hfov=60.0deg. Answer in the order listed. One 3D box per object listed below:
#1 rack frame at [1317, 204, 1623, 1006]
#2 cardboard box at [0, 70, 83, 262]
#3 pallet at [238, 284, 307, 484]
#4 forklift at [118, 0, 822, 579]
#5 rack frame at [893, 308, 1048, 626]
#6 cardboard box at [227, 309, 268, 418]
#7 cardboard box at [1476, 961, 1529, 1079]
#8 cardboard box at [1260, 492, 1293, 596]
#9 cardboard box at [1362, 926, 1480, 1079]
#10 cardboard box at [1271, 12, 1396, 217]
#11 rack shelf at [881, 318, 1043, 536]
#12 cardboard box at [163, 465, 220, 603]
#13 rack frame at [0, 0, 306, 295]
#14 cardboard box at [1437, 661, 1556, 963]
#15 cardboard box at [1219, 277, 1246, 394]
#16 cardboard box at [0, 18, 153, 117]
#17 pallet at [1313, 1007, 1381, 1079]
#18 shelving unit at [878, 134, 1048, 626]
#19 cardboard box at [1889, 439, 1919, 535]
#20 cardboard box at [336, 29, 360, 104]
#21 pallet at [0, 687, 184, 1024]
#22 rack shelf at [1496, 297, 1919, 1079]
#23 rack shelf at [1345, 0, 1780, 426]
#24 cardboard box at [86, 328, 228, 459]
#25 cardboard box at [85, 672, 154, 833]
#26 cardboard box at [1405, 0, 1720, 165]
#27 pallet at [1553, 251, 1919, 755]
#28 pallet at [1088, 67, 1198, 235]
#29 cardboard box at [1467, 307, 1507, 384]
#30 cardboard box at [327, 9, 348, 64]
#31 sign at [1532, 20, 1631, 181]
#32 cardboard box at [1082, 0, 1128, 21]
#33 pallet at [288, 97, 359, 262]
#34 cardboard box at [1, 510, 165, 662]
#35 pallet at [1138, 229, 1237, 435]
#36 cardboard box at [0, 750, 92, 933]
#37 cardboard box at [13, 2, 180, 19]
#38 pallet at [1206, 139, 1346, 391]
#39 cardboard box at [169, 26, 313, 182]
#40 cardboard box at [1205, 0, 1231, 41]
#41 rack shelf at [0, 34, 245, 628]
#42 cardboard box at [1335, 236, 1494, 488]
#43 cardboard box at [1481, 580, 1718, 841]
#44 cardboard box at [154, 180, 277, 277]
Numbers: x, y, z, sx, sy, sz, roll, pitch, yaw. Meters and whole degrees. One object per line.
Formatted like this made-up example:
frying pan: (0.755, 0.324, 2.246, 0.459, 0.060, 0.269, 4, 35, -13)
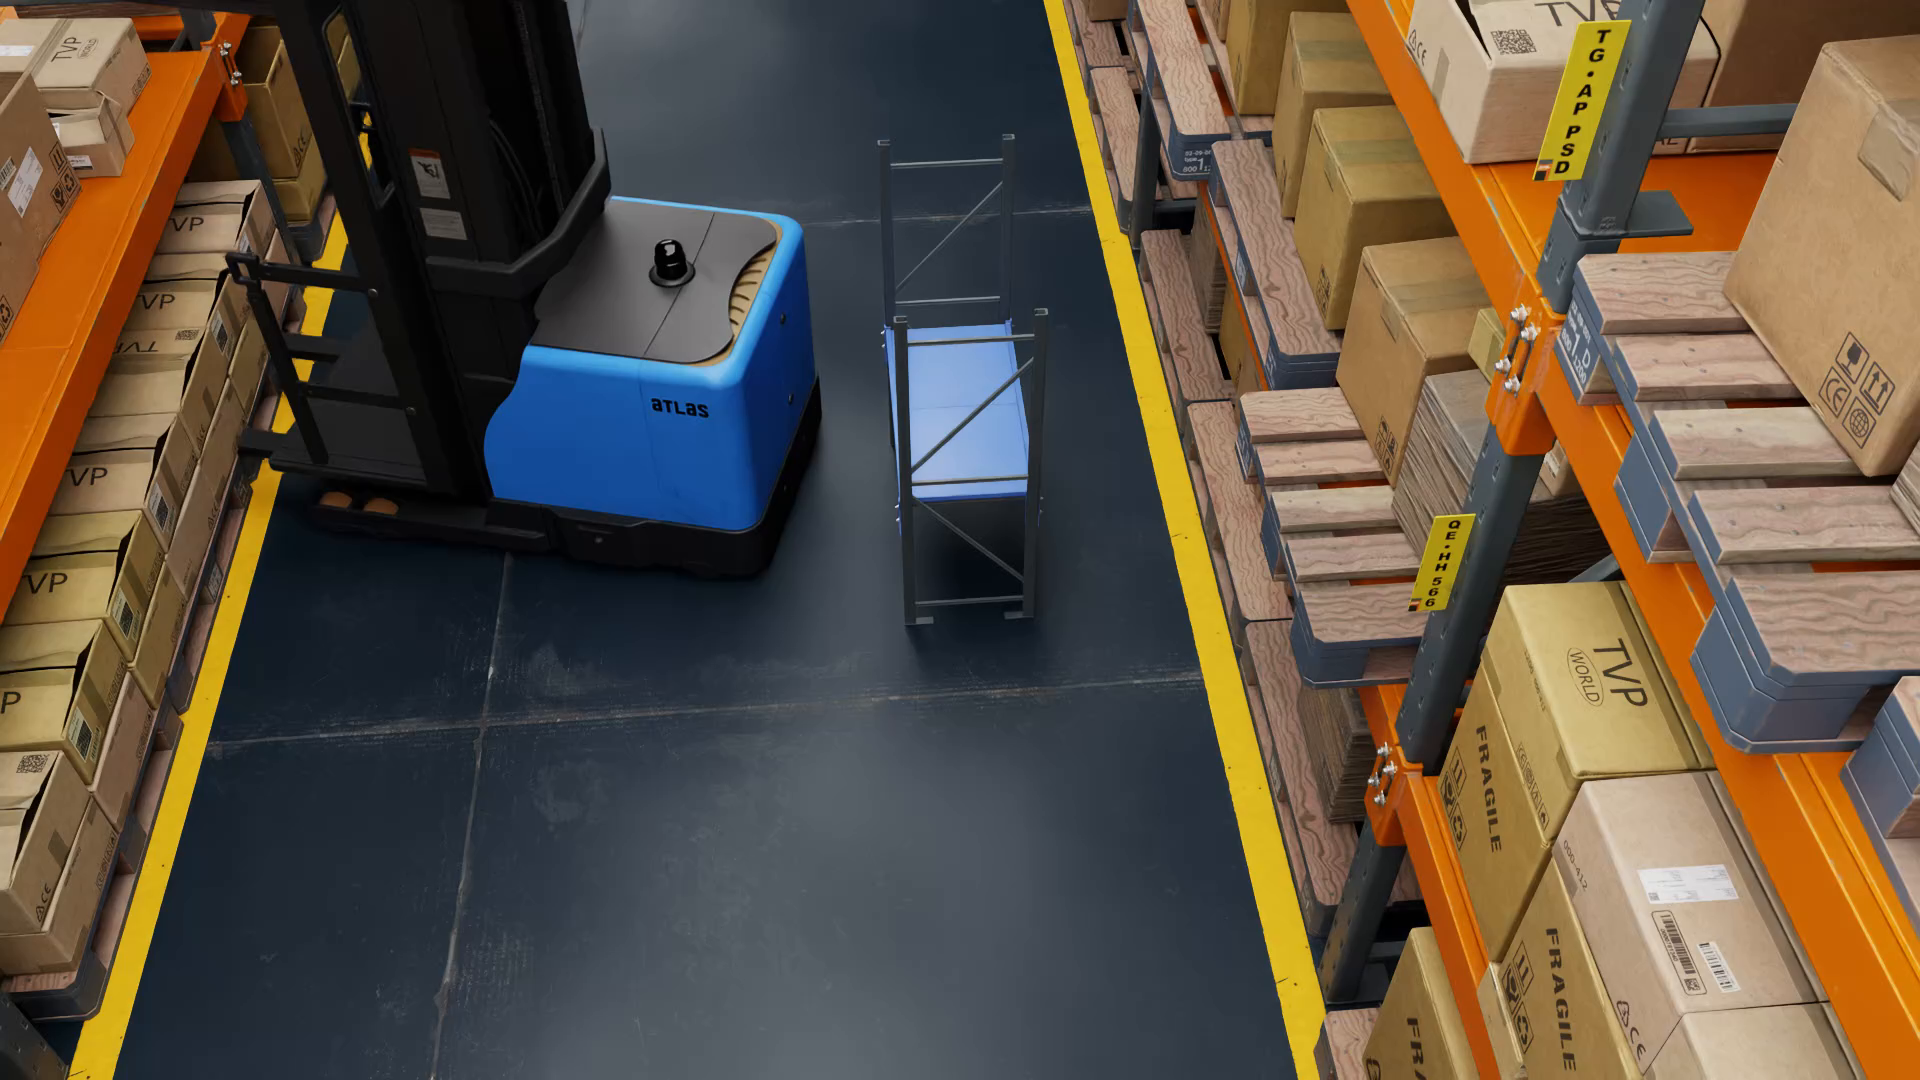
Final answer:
rack frame: (1.667, 0.388, 4.317, 1.000, 3.000, 0.127, -3, 47, -3)
cardboard box: (-3.512, -1.299, 5.845, 0.500, 0.500, 0.500, 0, 47, 0)
pallet: (-3.504, -0.713, 7.280, 1.003, 0.211, 1.213, -3, 47, -3)
forklift: (-2.162, -1.386, 6.044, 3.031, 2.935, 1.130, 8, 47, 7)
rack frame: (0.035, -0.210, 5.916, 0.500, 1.500, 0.032, -3, 47, -3)
cardboard box: (-3.240, -0.753, 7.002, 0.500, 0.250, 0.500, -4, 47, -4)
cardboard box: (1.414, 1.100, 3.802, 0.380, 0.149, 0.250, -2, 47, -2)
cardboard box: (1.557, -0.159, 6.253, 0.700, 0.500, 0.500, -4, 47, -4)
cardboard box: (1.597, 1.523, 4.433, 0.750, 0.750, 0.750, -4, 47, -4)
cardboard box: (1.466, -1.442, 5.678, 0.700, 0.500, 0.500, 2, 47, 2)
rack shelf: (-0.007, -0.454, 6.395, 0.538, 0.185, 1.000, -3, 47, -3)
cardboard box: (-3.156, -0.015, 6.302, 0.500, 0.250, 0.500, -3, 47, -2)
rack frame: (-3.604, -2.202, 6.770, 1.000, 3.000, 0.127, -3, 47, -3)
cardboard box: (1.452, 0.611, 3.818, 0.500, 0.500, 0.500, -2, 47, -2)
cardboard box: (1.503, -0.896, 6.951, 0.700, 0.500, 0.500, -4, 47, -4)
cardboard box: (-3.520, -1.797, 6.490, 0.500, 0.250, 0.500, -1, 47, -1)
pallet: (1.657, 1.922, 4.785, 1.003, 0.211, 1.213, -3, 47, -3)
shelving unit: (-0.007, -0.577, 6.264, 0.538, 1.500, 1.048, -3, 47, -3)
cardboard box: (1.861, -0.102, 2.343, 0.700, 0.500, 0.500, -6, 47, -5)
cardboard box: (-3.414, -2.479, 8.637, 0.500, 0.250, 0.500, -3, 47, -3)
pallet: (-3.299, 1.052, 5.608, 1.003, 0.211, 1.213, -3, 47, -3)
rack shelf: (1.834, 1.051, 2.118, 1.077, 0.370, 4.000, -3, 47, -3)
rack shelf: (1.499, -1.843, 4.859, 1.077, 0.370, 4.000, -3, 47, -3)
cardboard box: (-3.195, -0.581, 6.453, 0.500, 0.311, 0.500, -4, 47, -3)
cardboard box: (-3.064, 0.732, 5.595, 0.500, 0.250, 0.500, -5, 47, -4)
cardboard box: (1.337, -1.124, 3.731, 0.500, 0.311, 0.500, -3, 47, -3)
pallet: (1.773, -0.116, 2.858, 1.213, 0.211, 1.003, -2, 47, -1)
pallet: (1.240, -2.031, 8.528, 1.003, 0.211, 1.213, -3, 47, -3)
cardboard box: (1.566, -0.501, 4.340, 0.380, 0.149, 0.250, -11, 47, -10)
cardboard box: (-3.415, -2.737, 8.365, 0.500, 0.500, 0.500, -3, 47, -3)
sign: (1.126, -0.790, 3.010, 0.100, 0.325, 0.005, -3, 47, -3)
cardboard box: (1.024, -3.240, 9.171, 0.700, 0.500, 0.500, -6, 47, -6)
pallet: (-3.629, -1.822, 8.330, 1.003, 0.211, 1.213, -3, 47, -3)
cardboard box: (-3.113, 0.154, 5.756, 0.500, 0.311, 0.500, -5, 47, -4)
pallet: (1.398, -0.984, 7.537, 1.003, 0.211, 1.213, -3, 47, -3)
cardboard box: (-3.021, 0.903, 5.047, 0.500, 0.311, 0.500, -2, 47, -2)
cardboard box: (-3.648, -2.558, 7.037, 0.700, 0.500, 0.500, -5, 47, -4)
pallet: (1.460, -0.976, 5.740, 1.003, 0.211, 1.213, -3, 47, -3)
cardboard box: (-3.331, -2.014, 7.679, 0.500, 0.500, 0.500, -3, 47, -3)
cardboard box: (1.340, -2.322, 6.511, 0.700, 0.500, 0.500, -3, 47, -3)
rack shelf: (-3.437, -0.508, 5.661, 1.077, 0.370, 4.000, -3, 47, -3)
cardboard box: (1.543, -0.540, 4.824, 0.700, 0.500, 0.500, -7, 47, -7)
cardboard box: (1.450, 0.351, 3.547, 0.500, 0.250, 0.500, -2, 47, -2)
cardboard box: (-3.285, -1.319, 7.151, 0.500, 0.311, 0.500, -3, 47, -3)
